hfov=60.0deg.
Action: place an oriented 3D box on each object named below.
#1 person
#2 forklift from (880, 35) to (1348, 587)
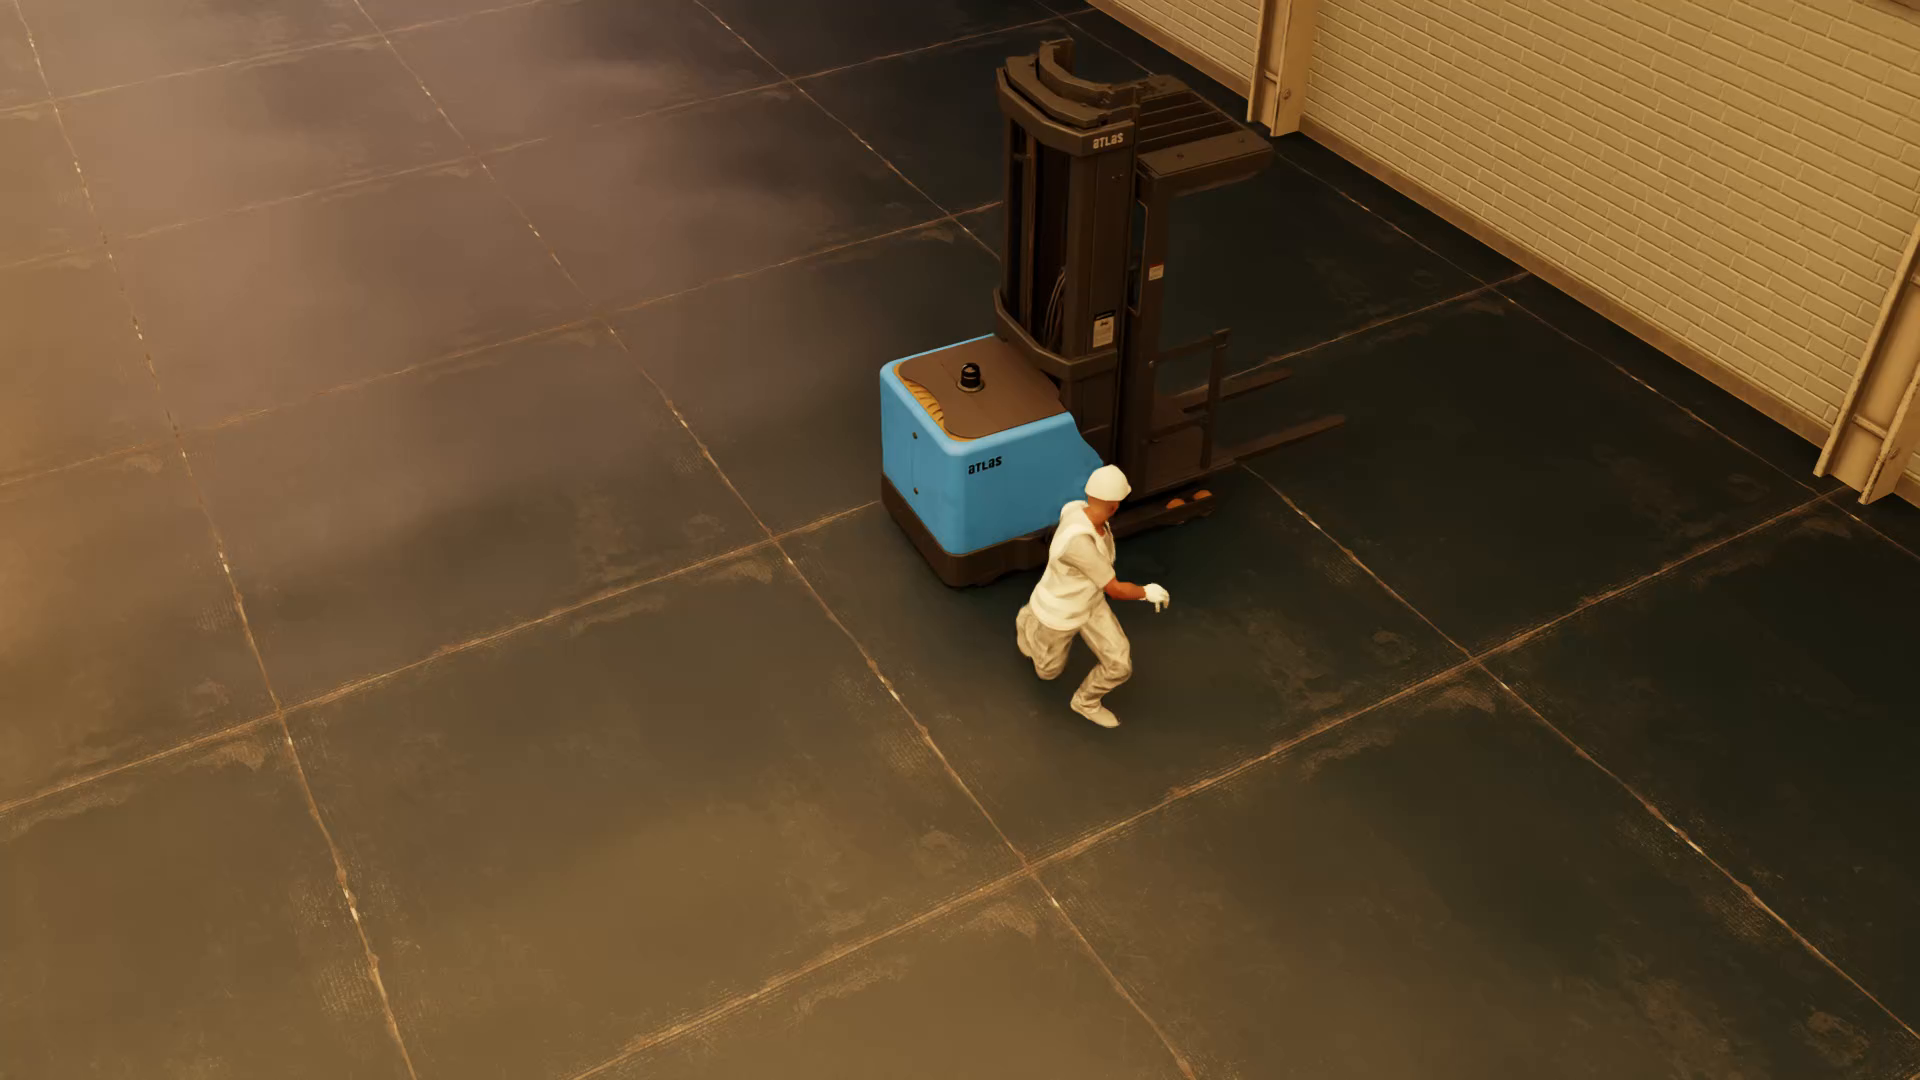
[{"bbox_3d":[0.655,0.245,8.872,0.670,1.549,0.935,-31,49,-32],"label":"person"},{"bbox_3d":[1.058,-1.505,9.850,3.031,2.935,1.130,-18,43,-20],"label":"forklift"}]
